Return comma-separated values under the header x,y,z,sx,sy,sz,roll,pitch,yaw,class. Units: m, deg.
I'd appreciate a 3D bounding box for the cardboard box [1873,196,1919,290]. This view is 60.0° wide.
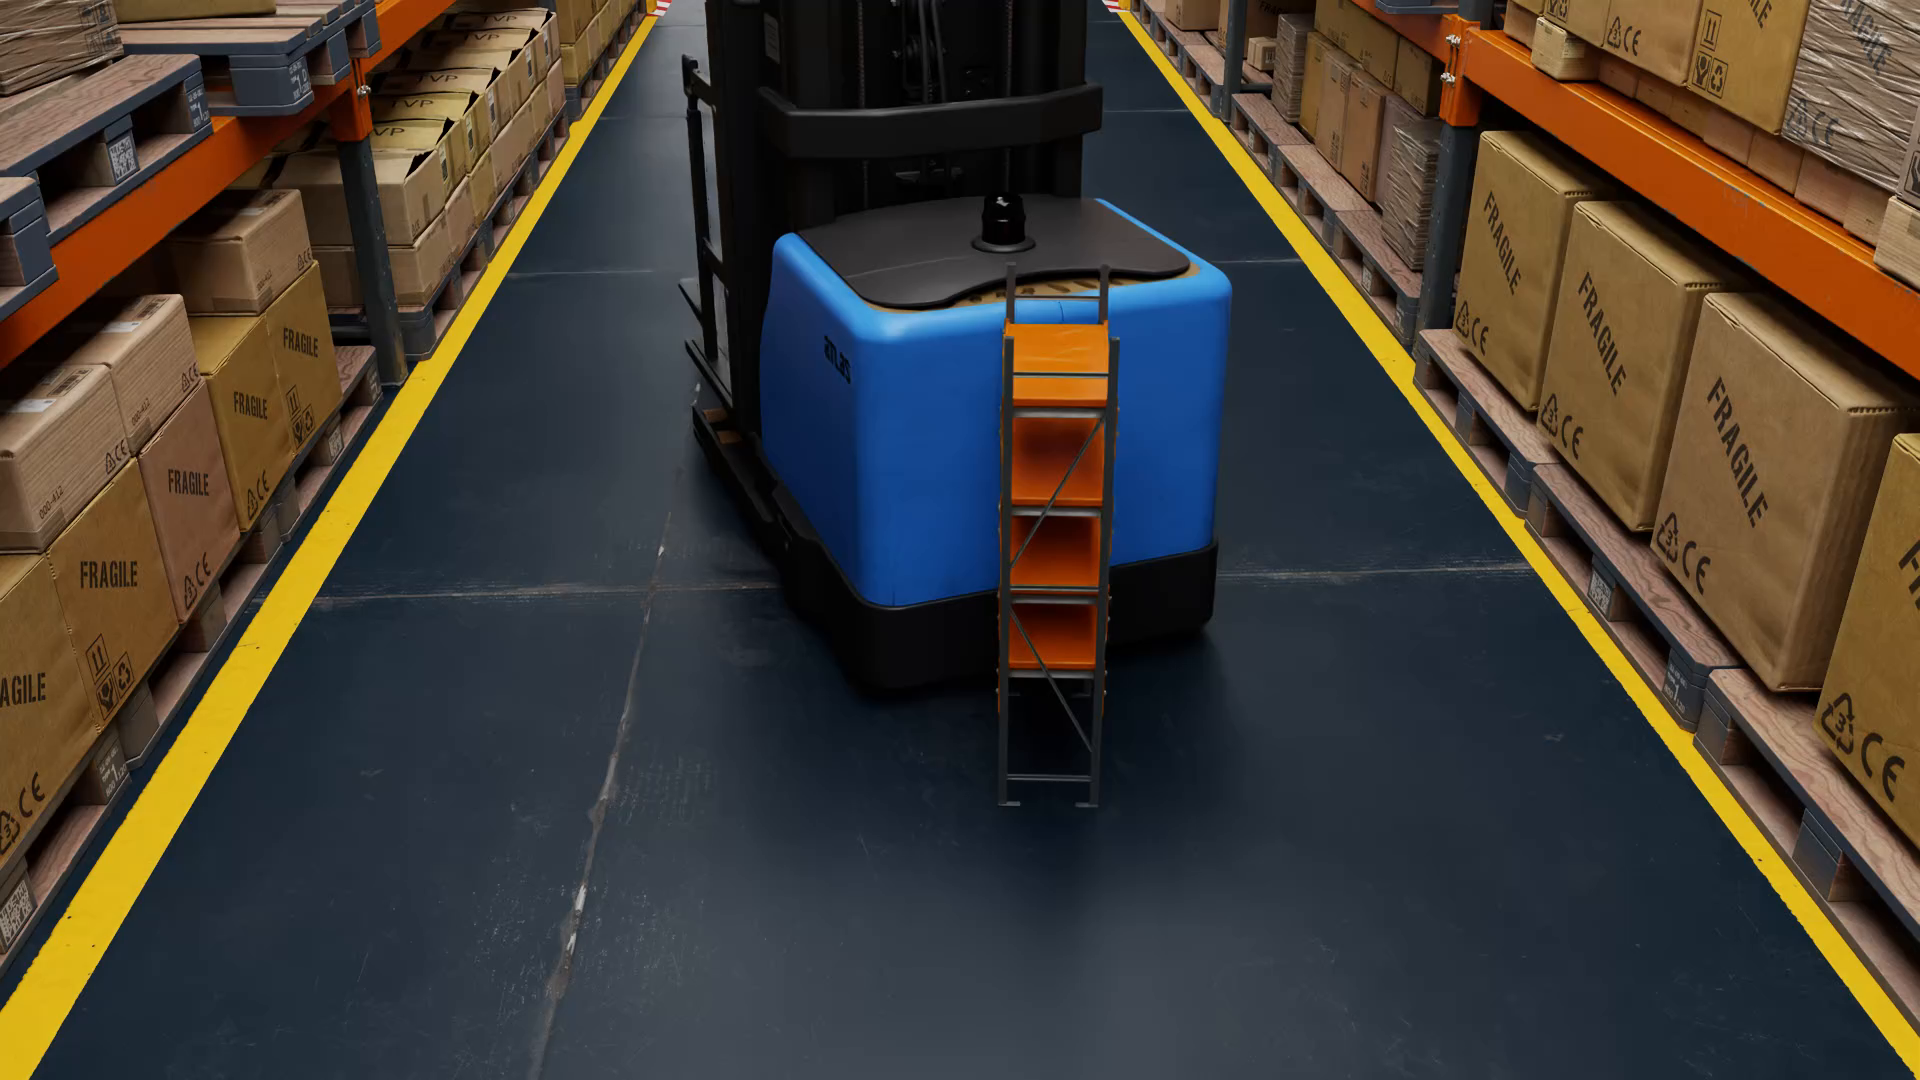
x,y,z,sx,sy,sz,roll,pitch,yaw,class
2.139,-0.603,3.413,0.380,0.149,0.250,-1,28,-3,cardboard box

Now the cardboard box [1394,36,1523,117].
x,y,z,sx,sy,sz,roll,pitch,yaw,class
2.251,-2.061,7.375,0.500,0.250,0.500,-1,28,-2,cardboard box

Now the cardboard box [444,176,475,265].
x,y,z,sx,sy,sz,roll,pitch,yaw,class
-2.400,-1.373,7.158,0.500,0.250,0.500,-2,28,-4,cardboard box

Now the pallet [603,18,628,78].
x,y,z,sx,sy,sz,roll,pitch,yaw,class
-2.914,-3.469,11.673,1.003,0.211,1.213,-1,28,-3,pallet

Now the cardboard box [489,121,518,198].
x,y,z,sx,sy,sz,roll,pitch,yaw,class
-2.459,-1.850,8.072,0.500,0.250,0.500,-1,28,-2,cardboard box

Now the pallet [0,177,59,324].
x,y,z,sx,sy,sz,roll,pitch,yaw,class
-2.363,-0.364,2.912,1.003,0.211,1.213,-1,28,-3,pallet

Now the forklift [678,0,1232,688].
x,y,z,sx,sy,sz,roll,pitch,yaw,class
-0.290,-1.573,5.096,1.130,2.935,3.031,-10,29,-19,forklift

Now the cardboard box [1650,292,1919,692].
x,y,z,sx,sy,sz,roll,pitch,yaw,class
2.304,-0.140,4.144,0.750,0.750,0.750,-1,28,-1,cardboard box

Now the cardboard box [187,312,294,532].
x,y,z,sx,sy,sz,roll,pitch,yaw,class
-2.329,-0.346,4.898,0.500,0.500,0.500,-2,28,-5,cardboard box

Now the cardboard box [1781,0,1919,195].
x,y,z,sx,sy,sz,roll,pitch,yaw,class
2.187,-1.059,3.585,0.500,0.500,0.500,-1,28,-3,cardboard box

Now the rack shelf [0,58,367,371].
x,y,z,sx,sy,sz,roll,pitch,yaw,class
-2.534,-0.682,4.093,1.077,0.370,4.000,-1,28,-3,rack shelf

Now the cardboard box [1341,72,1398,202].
x,y,z,sx,sy,sz,roll,pitch,yaw,class
2.253,-1.934,7.941,0.700,0.500,0.500,-2,28,-3,cardboard box

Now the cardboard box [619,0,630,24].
x,y,z,sx,sy,sz,roll,pitch,yaw,class
-2.667,-3.884,11.973,0.500,0.250,0.500,-1,28,-3,cardboard box

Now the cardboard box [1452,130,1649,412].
x,y,z,sx,sy,sz,roll,pitch,yaw,class
2.215,-0.937,5.672,0.750,0.750,0.750,-2,28,-3,cardboard box

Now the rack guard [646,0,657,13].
x,y,z,sx,sy,sz,roll,pitch,yaw,class
-3.058,-4.522,13.380,1.175,0.500,0.348,-1,28,-3,rack guard

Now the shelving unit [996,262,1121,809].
x,y,z,sx,sy,sz,roll,pitch,yaw,class
0.221,-0.002,3.956,0.258,1.200,0.503,1,28,2,shelving unit

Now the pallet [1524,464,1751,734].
x,y,z,sx,sy,sz,roll,pitch,yaw,class
2.335,0.118,4.795,1.003,0.211,1.213,-1,28,-3,pallet

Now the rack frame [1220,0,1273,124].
x,y,z,sx,sy,sz,roll,pitch,yaw,class
2.099,-3.893,9.471,1.000,3.000,0.127,-1,28,-3,rack frame

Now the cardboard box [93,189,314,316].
x,y,z,sx,sy,sz,roll,pitch,yaw,class
-2.348,-0.892,5.133,0.500,0.250,0.500,0,28,-1,cardboard box

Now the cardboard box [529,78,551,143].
x,y,z,sx,sy,sz,roll,pitch,yaw,class
-2.512,-2.321,8.976,0.500,0.250,0.500,-2,28,-3,cardboard box

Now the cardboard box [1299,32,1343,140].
x,y,z,sx,sy,sz,roll,pitch,yaw,class
2.231,-2.403,8.842,0.700,0.500,0.500,-2,28,-4,cardboard box

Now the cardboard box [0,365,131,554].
x,y,z,sx,sy,sz,roll,pitch,yaw,class
-2.264,-0.188,3.783,0.500,0.250,0.500,-1,28,-3,cardboard box

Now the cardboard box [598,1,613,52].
x,y,z,sx,sy,sz,roll,pitch,yaw,class
-2.611,-3.423,11.088,0.500,0.250,0.500,-1,28,-3,cardboard box

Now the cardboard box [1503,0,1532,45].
x,y,z,sx,sy,sz,roll,pitch,yaw,class
2.094,-1.786,5.681,0.380,0.149,0.250,-2,28,-3,cardboard box

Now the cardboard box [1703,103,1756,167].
x,y,z,sx,sy,sz,roll,pitch,yaw,class
2.185,-1.078,4.323,0.380,0.149,0.250,-1,28,-2,cardboard box

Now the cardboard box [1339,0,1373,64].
x,y,z,sx,sy,sz,roll,pitch,yaw,class
2.212,-2.530,8.273,0.500,0.250,0.500,-2,28,-4,cardboard box

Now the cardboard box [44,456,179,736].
x,y,z,sx,sy,sz,roll,pitch,yaw,class
-2.269,0.129,3.986,0.500,0.500,0.500,-1,28,-2,cardboard box

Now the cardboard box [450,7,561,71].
x,y,z,sx,sy,sz,roll,pitch,yaw,class
-2.540,-2.808,9.303,0.500,0.311,0.500,-1,28,-3,cardboard box

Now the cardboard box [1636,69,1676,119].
x,y,z,sx,sy,sz,roll,pitch,yaw,class
2.186,-1.312,4.772,0.380,0.149,0.250,-1,28,-2,cardboard box

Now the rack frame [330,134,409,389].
x,y,z,sx,sy,sz,roll,pitch,yaw,class
-2.639,-1.925,5.697,1.000,3.000,0.127,-1,28,-3,rack frame

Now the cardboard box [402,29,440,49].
x,y,z,sx,sy,sz,roll,pitch,yaw,class
-3.054,-2.560,8.827,0.500,0.311,0.500,-2,28,-3,cardboard box

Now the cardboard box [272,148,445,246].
x,y,z,sx,sy,sz,roll,pitch,yaw,class
-2.373,-1.390,6.583,0.500,0.311,0.500,0,28,-1,cardboard box

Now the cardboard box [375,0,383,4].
x,y,z,sx,sy,sz,roll,pitch,yaw,class
-2.492,-2.303,6.519,0.500,0.311,0.500,-2,28,-3,cardboard box

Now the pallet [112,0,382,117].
x,y,z,sx,sy,sz,roll,pitch,yaw,class
-2.533,-1.529,5.144,1.213,0.211,1.003,-1,28,-3,pallet

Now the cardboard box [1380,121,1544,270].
x,y,z,sx,sy,sz,roll,pitch,yaw,class
2.218,-1.464,7.041,0.700,0.500,0.500,-1,28,-2,cardboard box

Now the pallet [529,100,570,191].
x,y,z,sx,sy,sz,roll,pitch,yaw,class
-2.770,-2.197,9.233,1.003,0.211,1.213,-1,28,-3,pallet

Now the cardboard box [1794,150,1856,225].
x,y,z,sx,sy,sz,roll,pitch,yaw,class
2.194,-0.834,3.855,0.380,0.149,0.250,-2,28,-4,cardboard box

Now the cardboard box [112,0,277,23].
x,y,z,sx,sy,sz,roll,pitch,yaw,class
-2.493,-1.867,5.024,0.700,0.500,0.500,-11,29,-20,cardboard box

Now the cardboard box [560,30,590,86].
x,y,z,sx,sy,sz,roll,pitch,yaw,class
-2.569,-2.961,10.202,0.500,0.250,0.500,-1,28,-3,cardboard box

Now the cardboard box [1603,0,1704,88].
x,y,z,sx,sy,sz,roll,pitch,yaw,class
2.121,-1.530,4.488,0.500,0.500,0.500,-2,28,-3,cardboard box

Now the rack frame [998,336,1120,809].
x,y,z,sx,sy,sz,roll,pitch,yaw,class
0.212,0.111,3.740,0.240,1.200,0.015,1,28,2,rack frame

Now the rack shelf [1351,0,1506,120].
x,y,z,sx,sy,sz,roll,pitch,yaw,class
2.204,-2.651,7.867,1.077,0.370,4.000,-1,28,-3,rack shelf

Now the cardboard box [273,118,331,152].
x,y,z,sx,sy,sz,roll,pitch,yaw,class
-2.946,-1.616,7.018,0.500,0.311,0.500,-2,28,-3,cardboard box

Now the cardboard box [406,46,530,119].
x,y,z,sx,sy,sz,roll,pitch,yaw,class
-2.483,-2.337,8.400,0.500,0.311,0.500,-1,28,-3,cardboard box

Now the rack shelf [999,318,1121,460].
x,y,z,sx,sy,sz,roll,pitch,yaw,class
0.221,-0.350,3.774,0.258,0.148,0.480,1,28,2,rack shelf

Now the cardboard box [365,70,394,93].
x,y,z,sx,sy,sz,roll,pitch,yaw,class
-2.993,-2.081,7.909,0.500,0.311,0.500,-1,28,-1,cardboard box

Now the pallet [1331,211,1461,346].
x,y,z,sx,sy,sz,roll,pitch,yaw,class
2.269,-1.171,7.267,1.003,0.211,1.213,-1,28,-3,pallet

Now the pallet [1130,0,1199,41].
x,y,z,sx,sy,sz,roll,pitch,yaw,class
1.901,-4.093,12.870,1.003,0.211,1.213,-1,28,-3,pallet

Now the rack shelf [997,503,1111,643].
x,y,z,sx,sy,sz,roll,pitch,yaw,class
0.221,0.058,3.987,0.258,0.148,0.480,1,28,2,rack shelf

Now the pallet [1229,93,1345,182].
x,y,z,sx,sy,sz,roll,pitch,yaw,class
2.141,-2.298,9.427,1.003,0.211,1.213,-1,28,-3,pallet

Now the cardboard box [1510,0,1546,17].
x,y,z,sx,sy,sz,roll,pitch,yaw,class
2.078,-2.001,5.391,0.500,0.500,0.500,-1,28,-1,cardboard box

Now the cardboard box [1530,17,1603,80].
x,y,z,sx,sy,sz,roll,pitch,yaw,class
2.028,-1.545,5.218,0.380,0.149,0.250,-1,28,-1,cardboard box

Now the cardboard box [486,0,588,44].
x,y,z,sx,sy,sz,roll,pitch,yaw,class
-2.559,-3.293,10.029,0.500,0.500,0.500,-1,28,-3,cardboard box

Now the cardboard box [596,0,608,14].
x,y,z,sx,sy,sz,roll,pitch,yaw,class
-2.611,-3.755,10.915,0.500,0.500,0.500,-1,28,-3,cardboard box

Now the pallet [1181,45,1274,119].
x,y,z,sx,sy,sz,roll,pitch,yaw,class
2.029,-2.966,10.709,1.003,0.211,1.213,-1,28,-3,pallet

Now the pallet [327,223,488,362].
x,y,z,sx,sy,sz,roll,pitch,yaw,class
-2.643,-1.070,7.073,1.003,0.211,1.213,-1,28,-3,pallet

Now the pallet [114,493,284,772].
x,y,z,sx,sy,sz,roll,pitch,yaw,class
-2.577,0.219,4.601,1.003,0.211,1.213,-1,28,-3,pallet

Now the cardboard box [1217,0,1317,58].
x,y,z,sx,sy,sz,roll,pitch,yaw,class
2.005,-3.459,10.865,0.500,0.500,0.500,-3,28,-7,cardboard box

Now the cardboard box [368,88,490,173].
x,y,z,sx,sy,sz,roll,pitch,yaw,class
-2.433,-1.868,7.500,0.500,0.311,0.500,-2,28,-4,cardboard box
